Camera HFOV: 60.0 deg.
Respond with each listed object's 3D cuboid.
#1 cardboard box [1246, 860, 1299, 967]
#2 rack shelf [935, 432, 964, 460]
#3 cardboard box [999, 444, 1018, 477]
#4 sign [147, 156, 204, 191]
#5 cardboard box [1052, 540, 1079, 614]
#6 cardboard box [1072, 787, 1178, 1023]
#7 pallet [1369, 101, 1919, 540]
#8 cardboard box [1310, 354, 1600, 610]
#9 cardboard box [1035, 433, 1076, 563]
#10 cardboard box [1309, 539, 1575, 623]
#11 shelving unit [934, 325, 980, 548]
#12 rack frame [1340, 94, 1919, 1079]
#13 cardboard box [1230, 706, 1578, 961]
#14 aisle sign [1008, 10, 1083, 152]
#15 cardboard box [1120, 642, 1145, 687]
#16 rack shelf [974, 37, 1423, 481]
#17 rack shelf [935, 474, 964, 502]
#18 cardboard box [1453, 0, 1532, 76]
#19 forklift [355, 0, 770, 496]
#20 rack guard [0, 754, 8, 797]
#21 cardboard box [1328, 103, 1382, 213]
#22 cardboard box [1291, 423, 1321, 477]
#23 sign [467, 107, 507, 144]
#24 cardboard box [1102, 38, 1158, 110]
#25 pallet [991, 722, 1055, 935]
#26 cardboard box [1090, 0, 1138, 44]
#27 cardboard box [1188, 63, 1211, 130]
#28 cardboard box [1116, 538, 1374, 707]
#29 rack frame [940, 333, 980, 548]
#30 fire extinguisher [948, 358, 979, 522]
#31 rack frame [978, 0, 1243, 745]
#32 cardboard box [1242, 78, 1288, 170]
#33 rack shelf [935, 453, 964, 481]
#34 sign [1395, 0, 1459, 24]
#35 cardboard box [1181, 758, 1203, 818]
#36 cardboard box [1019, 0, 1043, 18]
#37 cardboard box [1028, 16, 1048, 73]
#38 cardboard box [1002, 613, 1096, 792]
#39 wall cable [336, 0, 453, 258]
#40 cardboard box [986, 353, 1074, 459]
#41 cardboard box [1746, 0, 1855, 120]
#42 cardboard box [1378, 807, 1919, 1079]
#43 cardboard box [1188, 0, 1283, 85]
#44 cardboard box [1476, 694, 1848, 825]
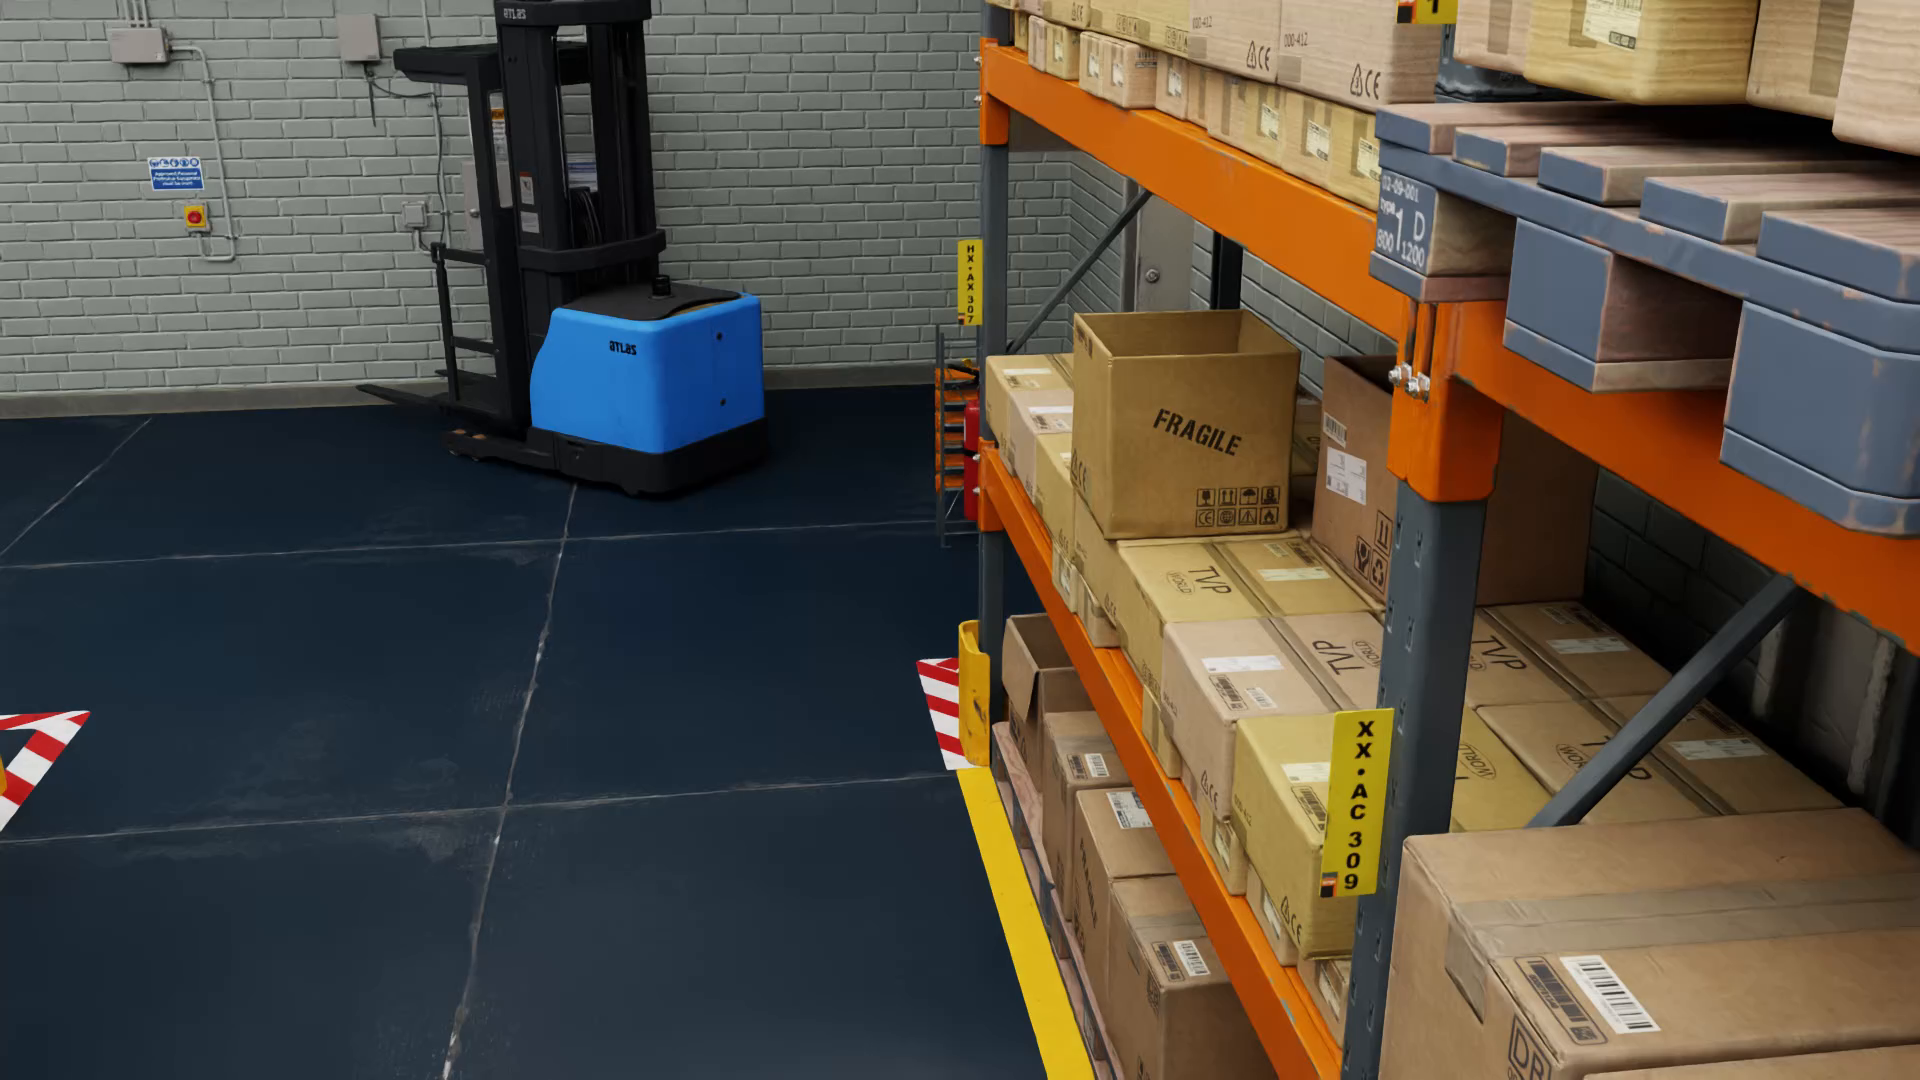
[{"bbox_3d":[0.801,0.719,3.364,0.380,0.149,0.250,-2,21,-6],"label":"cardboard box"},{"bbox_3d":[0.002,-0.515,9.008,0.258,0.103,0.180,-3,21,-8],"label":"rack shelf"},{"bbox_3d":[0.355,-0.352,6.231,0.380,0.149,0.250,-3,21,-8],"label":"cardboard box"},{"bbox_3d":[-5.225,-2.442,11.082,0.327,0.218,0.001,-3,21,-8],"label":"sign"},{"bbox_3d":[0.491,0.097,5.030,0.380,0.149,0.250,-4,21,-9],"label":"cardboard box"},{"bbox_3d":[0.635,1.079,5.011,0.500,0.500,0.500,-3,21,-7],"label":"cardboard box"},{"bbox_3d":[1.180,-0.300,1.714,1.213,0.211,1.003,-3,21,-8],"label":"pallet"},{"bbox_3d":[1.204,-0.162,4.080,0.500,0.500,0.500,-3,21,-9],"label":"cardboard box"},{"bbox_3d":[0.527,-0.146,5.109,0.500,0.250,0.500,-3,21,-9],"label":"cardboard box"},{"bbox_3d":[1.200,0.181,4.233,0.500,0.250,0.500,-2,21,-7],"label":"cardboard box"},{"bbox_3d":[0.002,-0.557,8.993,0.258,1.200,0.189,-3,21,-8],"label":"shelving unit"},{"bbox_3d":[1.155,0.788,2.820,1.000,3.000,0.127,-3,21,-8],"label":"rack frame"},{"bbox_3d":[0.841,0.554,3.234,0.500,0.250,0.500,-2,21,-6],"label":"cardboard box"},{"bbox_3d":[0.278,-1.824,6.097,0.394,0.787,0.004,-3,21,-8],"label":"aisle sign"},{"bbox_3d":[0.655,0.272,4.559,0.380,0.149,0.250,-3,21,-8],"label":"cardboard box"},{"bbox_3d":[0.867,-0.973,4.275,1.077,0.370,4.000,-3,21,-8],"label":"rack shelf"},{"bbox_3d":[0.002,-0.291,9.092,0.258,0.103,0.180,-3,21,-8],"label":"rack shelf"},{"bbox_3d":[0.805,-0.620,1.918,0.380,0.149,0.250,-3,21,-7],"label":"cardboard box"},{"bbox_3d":[-2.709,-2.015,10.422,3.031,2.935,1.130,13,24,32],"label":"forklift"},{"bbox_3d":[-4.336,0.817,6.314,1.175,0.500,0.348,-3,21,-8],"label":"rack guard"},{"bbox_3d":[0.811,-0.610,2.633,0.380,0.149,0.250,-3,21,-8],"label":"cardboard box"},{"bbox_3d":[1.048,-0.170,5.174,0.500,0.250,0.500,-2,21,-6],"label":"cardboard box"},{"bbox_3d":[-3.153,-2.808,11.267,0.339,0.242,0.001,-3,21,-8],"label":"sign"},{"bbox_3d":[0.560,-1.141,4.056,0.380,0.149,0.250,-2,21,-7],"label":"cardboard box"},{"bbox_3d":[0.706,1.011,6.207,1.003,0.211,1.213,-3,21,-8],"label":"pallet"},{"bbox_3d":[0.625,-1.374,4.109,0.500,0.250,0.500,-3,21,-9],"label":"cardboard box"},{"bbox_3d":[0.709,-0.967,3.591,0.380,0.149,0.250,-2,21,-6],"label":"cardboard box"},{"bbox_3d":[0.695,0.208,4.160,0.500,0.250,0.500,-3,21,-8],"label":"cardboard box"},{"bbox_3d":[0.015,-0.525,8.908,0.240,1.200,0.006,-3,21,-8],"label":"rack frame"},{"bbox_3d":[0.100,-0.414,6.681,0.296,0.674,0.183,-3,21,-8],"label":"fire extinguisher"},{"bbox_3d":[0.579,-0.597,6.528,1.000,3.000,0.127,-3,21,-8],"label":"rack frame"},{"bbox_3d":[0.749,-0.788,3.110,0.380,0.149,0.250,-2,21,-6],"label":"cardboard box"},{"bbox_3d":[0.002,-0.403,9.050,0.258,0.103,0.180,-3,21,-8],"label":"rack shelf"},{"bbox_3d":[0.620,-0.830,2.125,0.100,0.325,0.005,-3,21,-8],"label":"sign"},{"bbox_3d":[0.728,0.538,3.849,0.380,0.149,0.250,-2,21,-6],"label":"cardboard box"},{"bbox_3d":[0.466,-1.729,5.061,0.500,0.250,0.500,-3,21,-7],"label":"cardboard box"},{"bbox_3d":[0.413,-1.492,4.996,0.380,0.149,0.250,-2,21,-7],"label":"cardboard box"},{"bbox_3d":[0.573,0.592,6.312,0.797,0.503,0.637,-4,21,-10],"label":"cardboard box"},{"bbox_3d":[-3.767,-2.848,11.103,0.588,1.984,0.122,-3,21,-8],"label":"wall cable"},{"bbox_3d":[0.378,-0.496,6.046,0.500,0.250,0.500,-3,21,-7],"label":"cardboard box"},{"bbox_3d":[0.941,-0.446,1.452,0.380,0.149,0.250,-3,21,-7],"label":"cardboard box"},{"bbox_3d":[1.004,0.723,2.251,0.700,0.500,0.500,-2,21,-6],"label":"cardboard box"},{"bbox_3d":[0.753,-1.021,3.164,0.500,0.250,0.500,-4,21,-10],"label":"cardboard box"},{"bbox_3d":[1.351,0.533,3.290,0.500,0.250,0.500,-3,21,-8],"label":"cardboard box"}]
